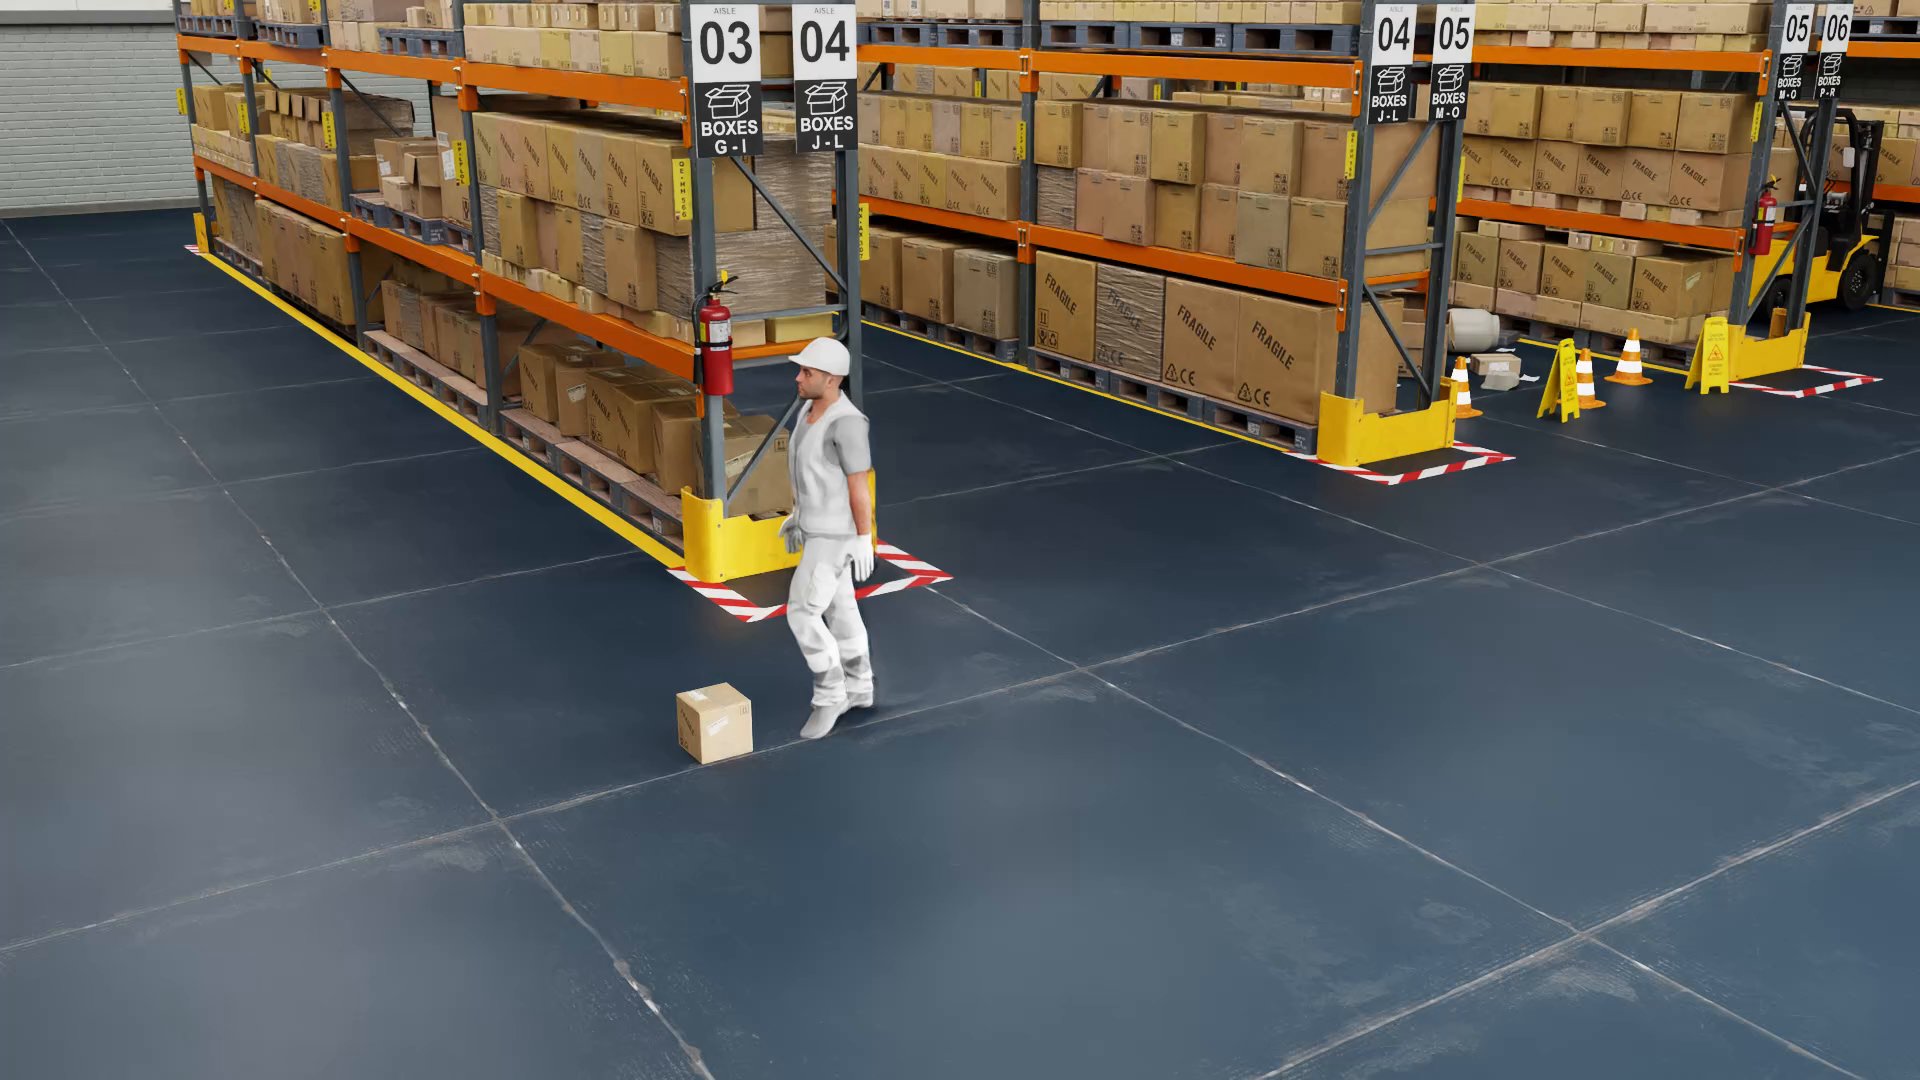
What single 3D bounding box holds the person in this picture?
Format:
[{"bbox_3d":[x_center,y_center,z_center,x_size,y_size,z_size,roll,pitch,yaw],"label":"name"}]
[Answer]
[{"bbox_3d":[-0.616,-0.020,7.572,0.462,1.822,0.560,-7,19,-21],"label":"person"}]
